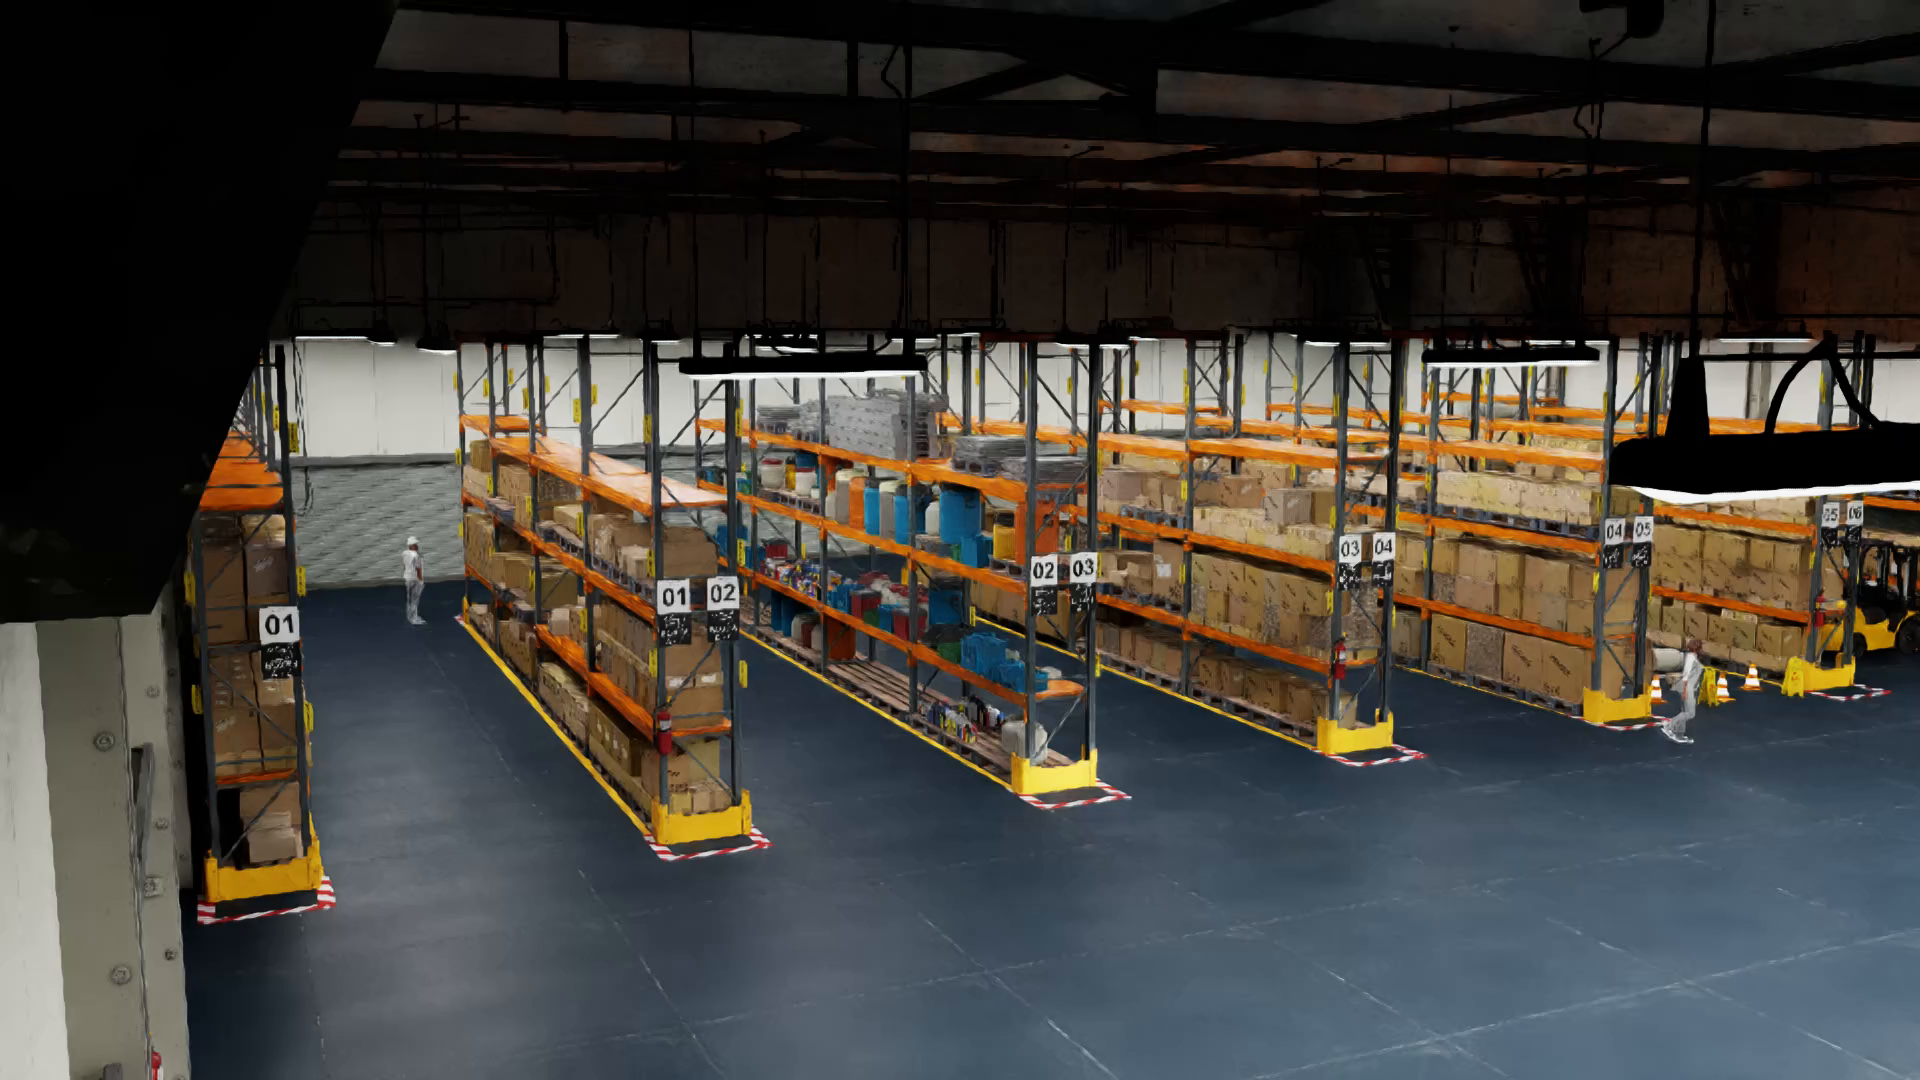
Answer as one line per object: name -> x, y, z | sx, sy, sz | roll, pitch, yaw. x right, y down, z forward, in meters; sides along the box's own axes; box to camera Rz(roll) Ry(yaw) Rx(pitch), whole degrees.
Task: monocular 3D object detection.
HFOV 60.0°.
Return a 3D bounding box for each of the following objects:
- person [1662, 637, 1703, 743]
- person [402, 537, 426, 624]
person -> 10.739, 2.228, 24.704 | 0.490, 1.590, 0.471 | 4, 9, 27
person -> -11.229, 0.814, 34.241 | 0.656, 1.788, 0.412 | 7, 11, 43
